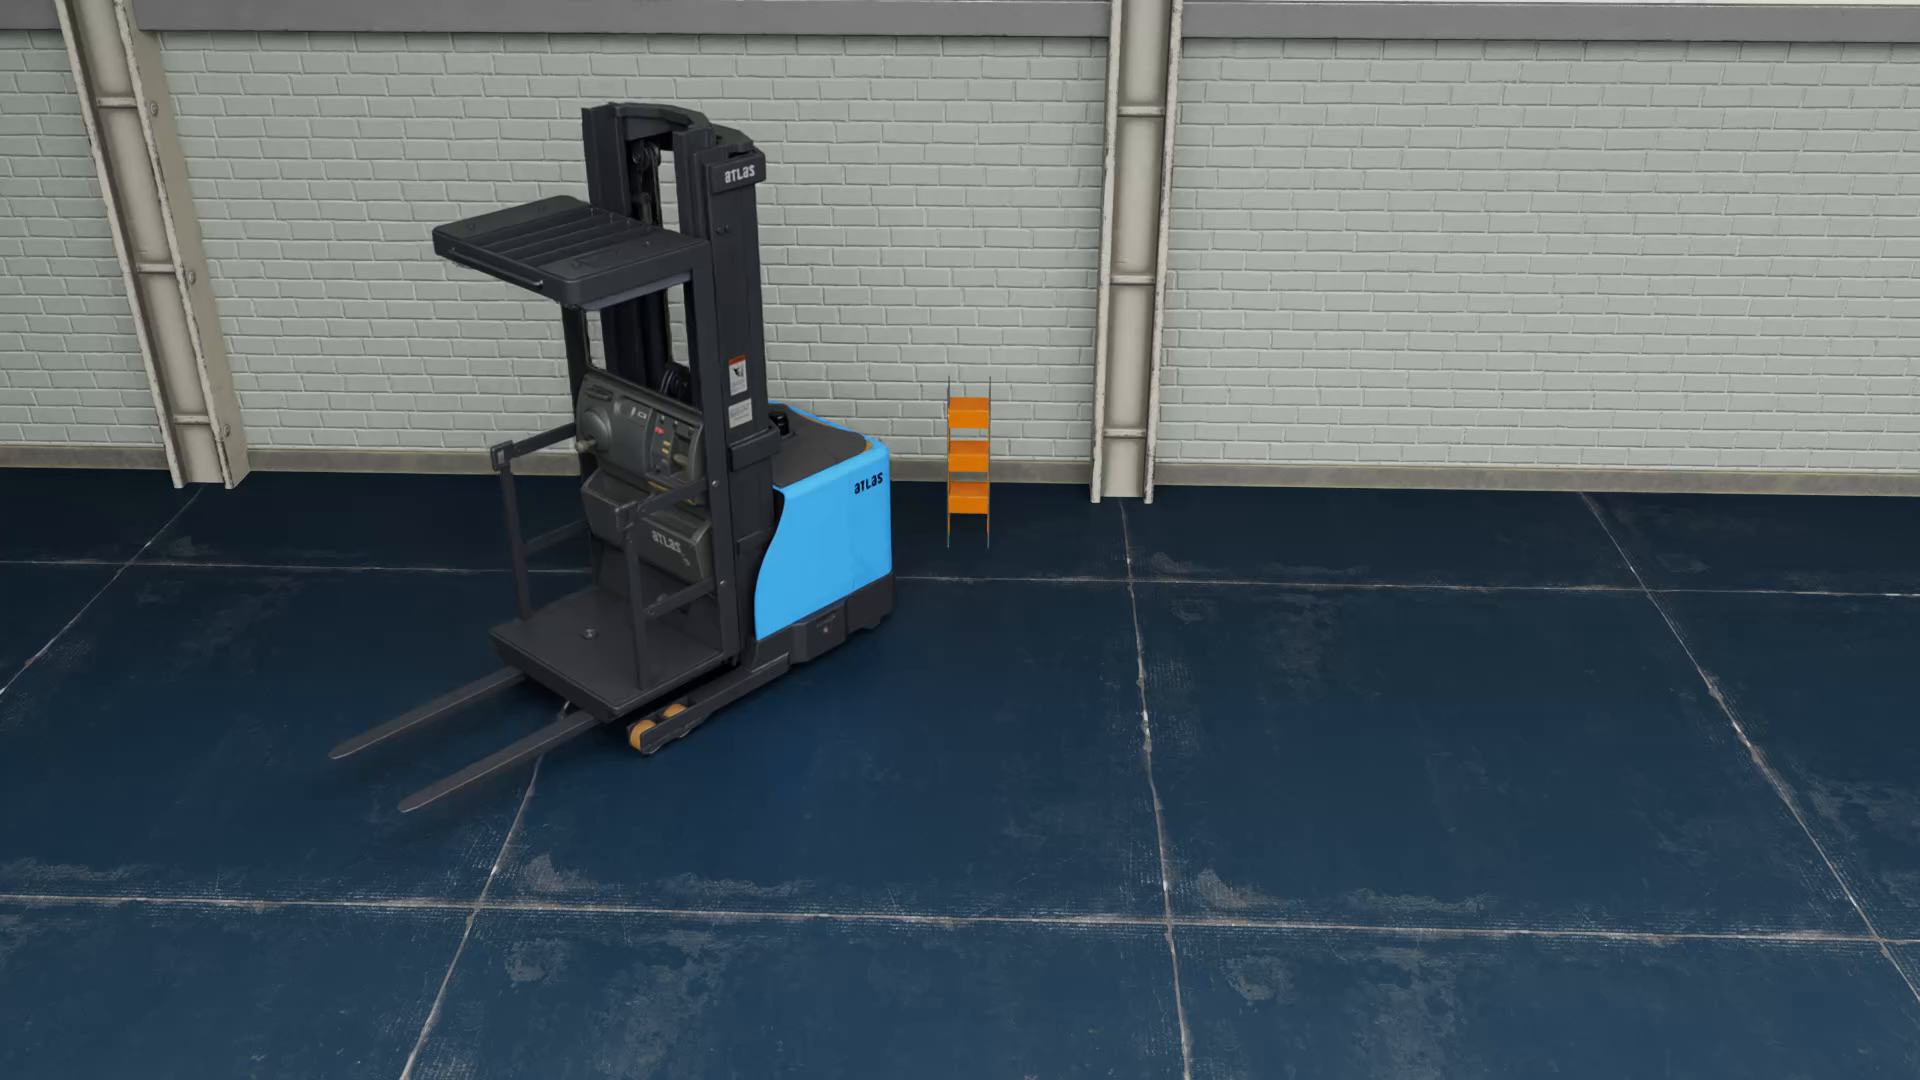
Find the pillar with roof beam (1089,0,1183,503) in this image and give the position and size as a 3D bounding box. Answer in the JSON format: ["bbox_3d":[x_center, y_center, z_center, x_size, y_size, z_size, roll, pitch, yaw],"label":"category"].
[{"bbox_3d":[0.895,-2.272,4.929,0.400,9.000,9.100,1,28,2],"label":"pillar with roof beam"}]

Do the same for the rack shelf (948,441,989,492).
[{"bbox_3d":[0.053,-0.454,10.007,0.240,0.259,0.215,1,28,2],"label":"rack shelf"}]

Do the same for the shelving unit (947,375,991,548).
[{"bbox_3d":[0.053,-0.463,10.002,0.252,1.050,0.215,1,28,2],"label":"shelving unit"}]

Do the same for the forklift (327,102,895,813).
[{"bbox_3d":[-1.728,-0.503,8.069,1.130,2.935,3.031,23,36,36],"label":"forklift"}]

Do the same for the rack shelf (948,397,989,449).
[{"bbox_3d":[0.053,-0.704,9.874,0.240,0.259,0.215,1,28,2],"label":"rack shelf"}]

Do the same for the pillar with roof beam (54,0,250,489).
[{"bbox_3d":[-5.101,-2.372,5.116,0.400,9.000,9.100,1,28,2],"label":"pillar with roof beam"}]

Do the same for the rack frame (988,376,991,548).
[{"bbox_3d":[0.175,-0.461,9.999,0.008,1.050,0.200,1,28,2],"label":"rack frame"}]

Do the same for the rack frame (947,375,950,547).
[{"bbox_3d":[-0.068,-0.465,10.006,0.008,1.050,0.200,1,28,2],"label":"rack frame"}]

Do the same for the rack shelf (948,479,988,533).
[{"bbox_3d":[0.053,-0.208,10.138,0.240,0.259,0.215,1,28,2],"label":"rack shelf"}]
